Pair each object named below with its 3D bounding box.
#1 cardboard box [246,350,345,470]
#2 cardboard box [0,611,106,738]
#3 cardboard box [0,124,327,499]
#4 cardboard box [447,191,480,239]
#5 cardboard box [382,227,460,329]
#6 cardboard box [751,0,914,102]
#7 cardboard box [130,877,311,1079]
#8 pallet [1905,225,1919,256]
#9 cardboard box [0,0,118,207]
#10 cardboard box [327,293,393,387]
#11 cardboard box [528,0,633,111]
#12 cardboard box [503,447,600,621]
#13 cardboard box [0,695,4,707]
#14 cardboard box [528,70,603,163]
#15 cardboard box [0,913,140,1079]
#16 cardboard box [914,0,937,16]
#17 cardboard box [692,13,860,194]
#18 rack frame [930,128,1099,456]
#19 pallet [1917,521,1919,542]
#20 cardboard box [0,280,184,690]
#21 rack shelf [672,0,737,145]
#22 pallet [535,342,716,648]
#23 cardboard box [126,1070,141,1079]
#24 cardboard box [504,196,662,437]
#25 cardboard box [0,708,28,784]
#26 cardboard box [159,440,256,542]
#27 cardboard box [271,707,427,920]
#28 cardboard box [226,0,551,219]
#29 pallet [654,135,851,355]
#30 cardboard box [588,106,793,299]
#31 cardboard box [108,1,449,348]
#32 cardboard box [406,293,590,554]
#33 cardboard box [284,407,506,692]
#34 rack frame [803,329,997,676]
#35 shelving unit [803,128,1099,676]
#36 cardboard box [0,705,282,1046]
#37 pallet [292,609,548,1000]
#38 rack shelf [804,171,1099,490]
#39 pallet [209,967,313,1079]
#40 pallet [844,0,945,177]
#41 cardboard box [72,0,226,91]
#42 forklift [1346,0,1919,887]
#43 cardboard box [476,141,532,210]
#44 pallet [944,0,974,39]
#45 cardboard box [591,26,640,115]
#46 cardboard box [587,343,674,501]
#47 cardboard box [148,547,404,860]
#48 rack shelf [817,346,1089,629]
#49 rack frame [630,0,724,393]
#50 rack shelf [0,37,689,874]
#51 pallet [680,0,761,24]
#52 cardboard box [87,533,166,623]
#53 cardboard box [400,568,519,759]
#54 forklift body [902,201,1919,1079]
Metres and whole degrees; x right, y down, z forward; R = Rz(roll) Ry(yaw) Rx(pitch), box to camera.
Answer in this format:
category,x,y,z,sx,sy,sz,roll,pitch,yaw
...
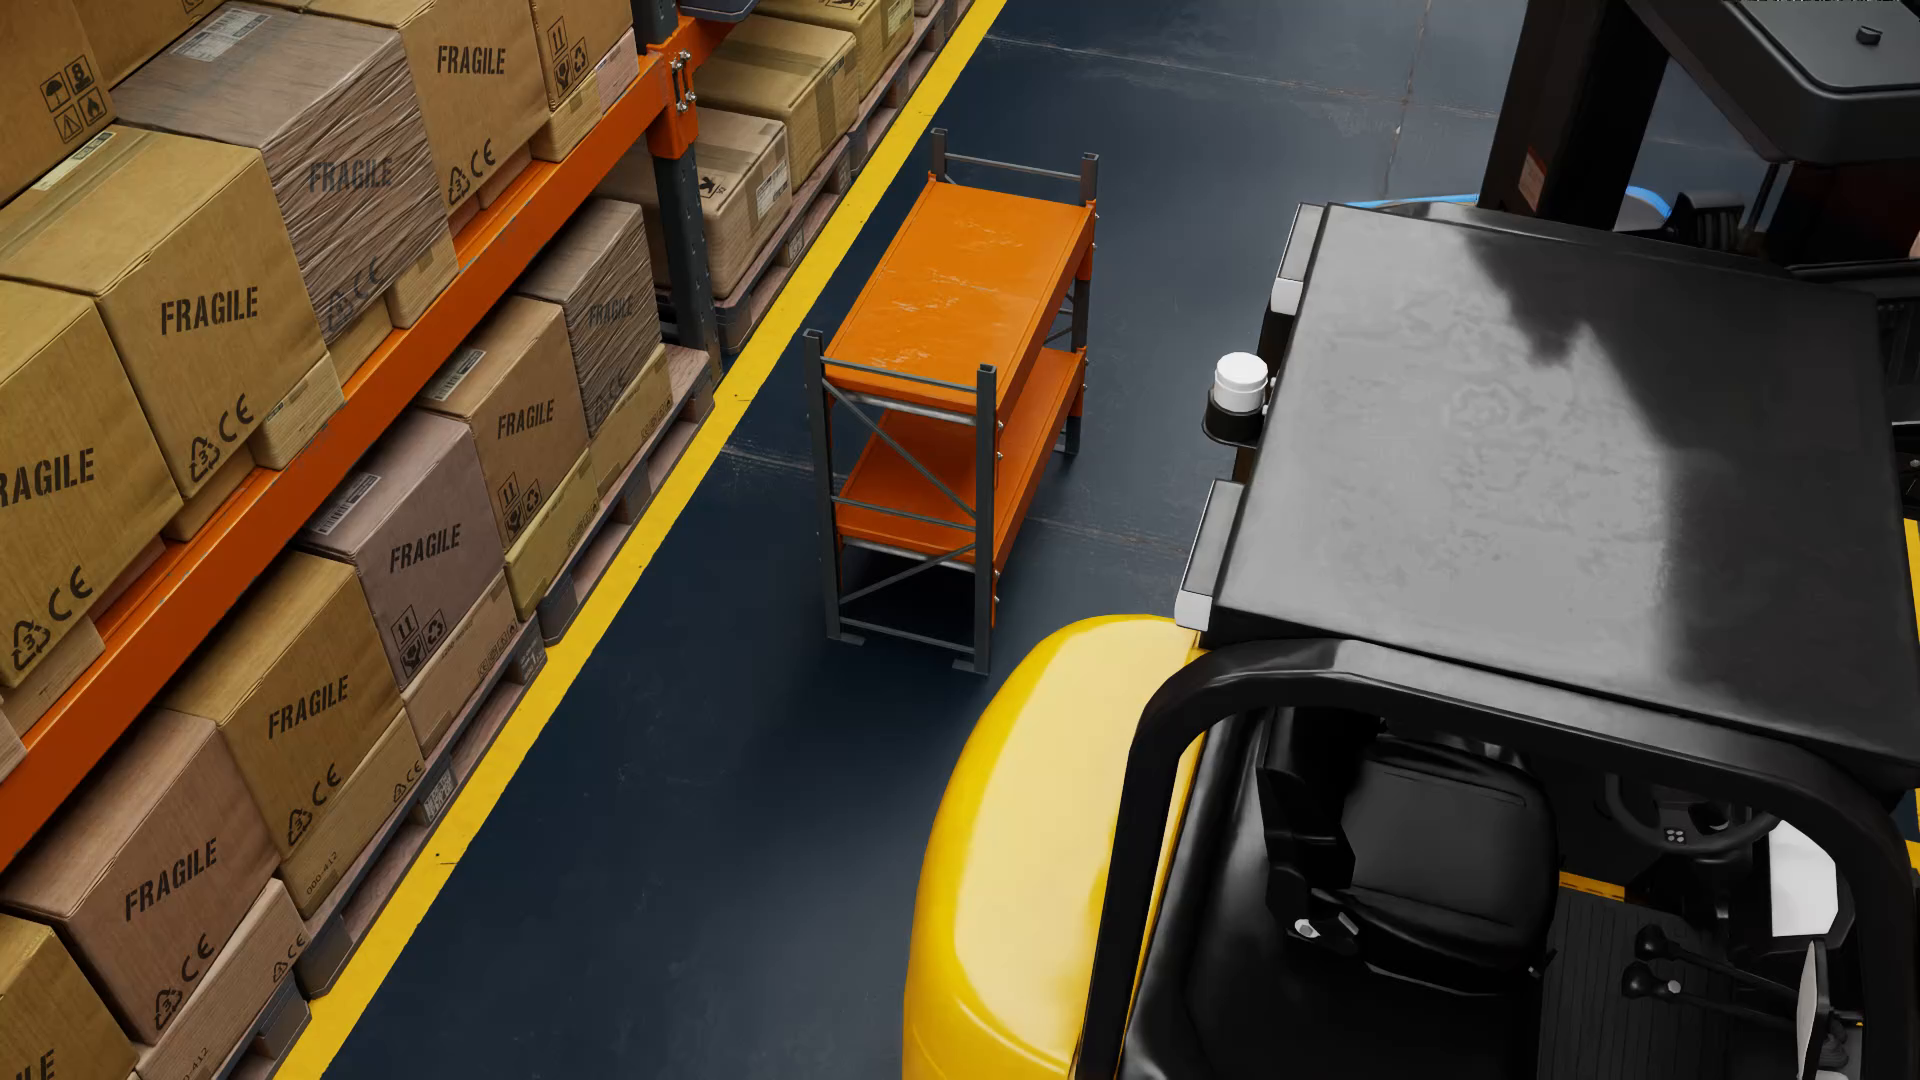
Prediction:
category,x,y,z,sx,sy,sz,roll,pitch,yaw
cardboard box,-1.584,-0.320,3.612,0.380,0.149,0.250,13,46,13
cardboard box,-1.846,0.194,3.087,0.380,0.149,0.250,14,46,14
cardboard box,-1.673,-0.469,3.300,0.500,0.500,0.500,12,46,12
cardboard box,-1.441,-0.853,4.157,0.380,0.149,0.250,12,46,12
cardboard box,-1.434,-0.663,3.963,0.380,0.149,0.250,12,46,12
cardboard box,-0.743,-2.215,6.947,0.950,0.372,0.625,14,46,14
cardboard box,-1.865,0.971,3.778,0.500,0.250,0.500,14,46,14
pallet,3.963,-0.979,6.100,1.003,0.211,1.213,13,46,13
cardboard box,-2.087,-0.930,3.057,0.700,0.500,0.500,12,46,12
cardboard box,-1.540,-0.499,3.795,0.380,0.149,0.250,12,46,12
cardboard box,-1.220,-1.503,4.357,0.500,0.500,0.500,11,46,11
cardboard box,-1.397,-0.069,4.842,0.500,0.250,0.500,11,46,11
cardboard box,-1.973,0.211,2.605,0.500,0.500,0.500,14,46,14
cardboard box,-1.199,-1.173,4.484,0.380,0.149,0.250,13,46,13
cardboard box,-2.020,1.026,3.186,0.500,0.500,0.500,11,45,11
cardboard box,-0.508,-2.719,7.462,0.950,0.372,0.625,12,46,12
cardboard box,-0.952,-1.751,6.473,0.950,0.372,0.625,15,46,15
rack frame,0.156,-0.745,5.207,0.500,1.125,0.032,13,46,13
pallet,3.595,-0.164,5.266,1.003,0.211,1.213,13,46,13
cardboard box,-1.819,-0.128,2.952,0.500,0.500,0.500,12,46,12
rack shelf,-0.717,-2.786,6.466,1.077,0.370,4.000,13,46,13
pallet,-1.492,-0.258,5.363,1.003,0.211,1.213,13,46,13
cardboard box,-2.026,1.310,3.432,0.500,0.250,0.500,12,46,12
cardboard box,-1.246,-0.694,4.944,0.500,0.500,0.500,12,46,12
cardboard box,-1.893,0.373,2.903,0.380,0.149,0.250,13,46,13
cardboard box,-1.716,-0.165,3.453,0.380,0.149,0.250,11,46,11
cardboard box,-1.711,0.605,4.153,0.500,0.250,0.500,15,46,15
cardboard box,-1.370,-1.158,4.005,0.500,0.500,0.500,14,46,14
pallet,-1.088,-1.232,6.358,1.003,0.211,1.213,13,46,13
cardboard box,-1.166,-1.271,5.983,0.950,0.372,0.625,13,46,13
cardboard box,-1.522,-0.812,3.651,0.500,0.500,0.500,14,46,14
cardboard box,-1.399,-0.355,4.597,0.500,0.500,0.500,13,46,13
cardboard box,-1.552,-0.014,4.249,0.500,0.500,0.500,15,46,15
rack frame,-0.152,-0.068,4.515,0.500,1.125,0.032,13,46,13
shelving unit,0.002,-0.407,4.861,0.538,1.125,1.048,13,46,13
cardboard box,-1.865,0.677,3.543,0.500,0.500,0.500,11,45,11
pallet,-1.860,0.558,4.529,1.003,0.211,1.213,13,46,13
rack shelf,0.002,-0.616,4.656,0.538,0.278,1.000,13,46,13
pallet,-2.231,1.368,3.701,1.003,0.211,1.213,13,46,13
pallet,-0.721,-2.048,7.192,1.003,0.211,1.213,13,46,13
cardboard box,-2.016,-1.297,3.432,0.700,0.500,0.500,12,46,12
forklift,1.679,-0.246,3.406,1.130,2.935,3.031,-5,45,-5
cardboard box,-1.352,-1.016,4.323,0.380,0.149,0.250,13,46,13
pallet,-0.350,-2.859,8.021,1.003,0.211,1.213,13,46,13
cardboard box,-1.130,-1.341,4.655,0.380,0.149,0.250,12,46,12
cardboard box,-1.246,-0.426,5.206,0.500,0.250,0.500,14,46,14
cardboard box,-1.706,0.344,3.883,0.500,0.500,0.500,13,46,13
rack shelf,0.002,-0.232,5.032,0.538,0.278,1.000,13,46,13
rack frame,-1.323,-1.710,4.853,1.000,3.000,0.127,13,46,13
rack shelf,-1.928,-0.120,3.742,1.077,0.370,4.000,13,46,13
pallet,-0.953,-2.120,5.409,1.003,0.211,1.213,13,46,13
cardboard box,-1.824,0.005,3.280,0.380,0.149,0.250,14,46,14
cardboard box,-1.556,0.269,4.496,0.500,0.250,0.500,13,46,13
forklift body,1.033,0.658,3.039,2.313,2.155,1.214,13,46,13
